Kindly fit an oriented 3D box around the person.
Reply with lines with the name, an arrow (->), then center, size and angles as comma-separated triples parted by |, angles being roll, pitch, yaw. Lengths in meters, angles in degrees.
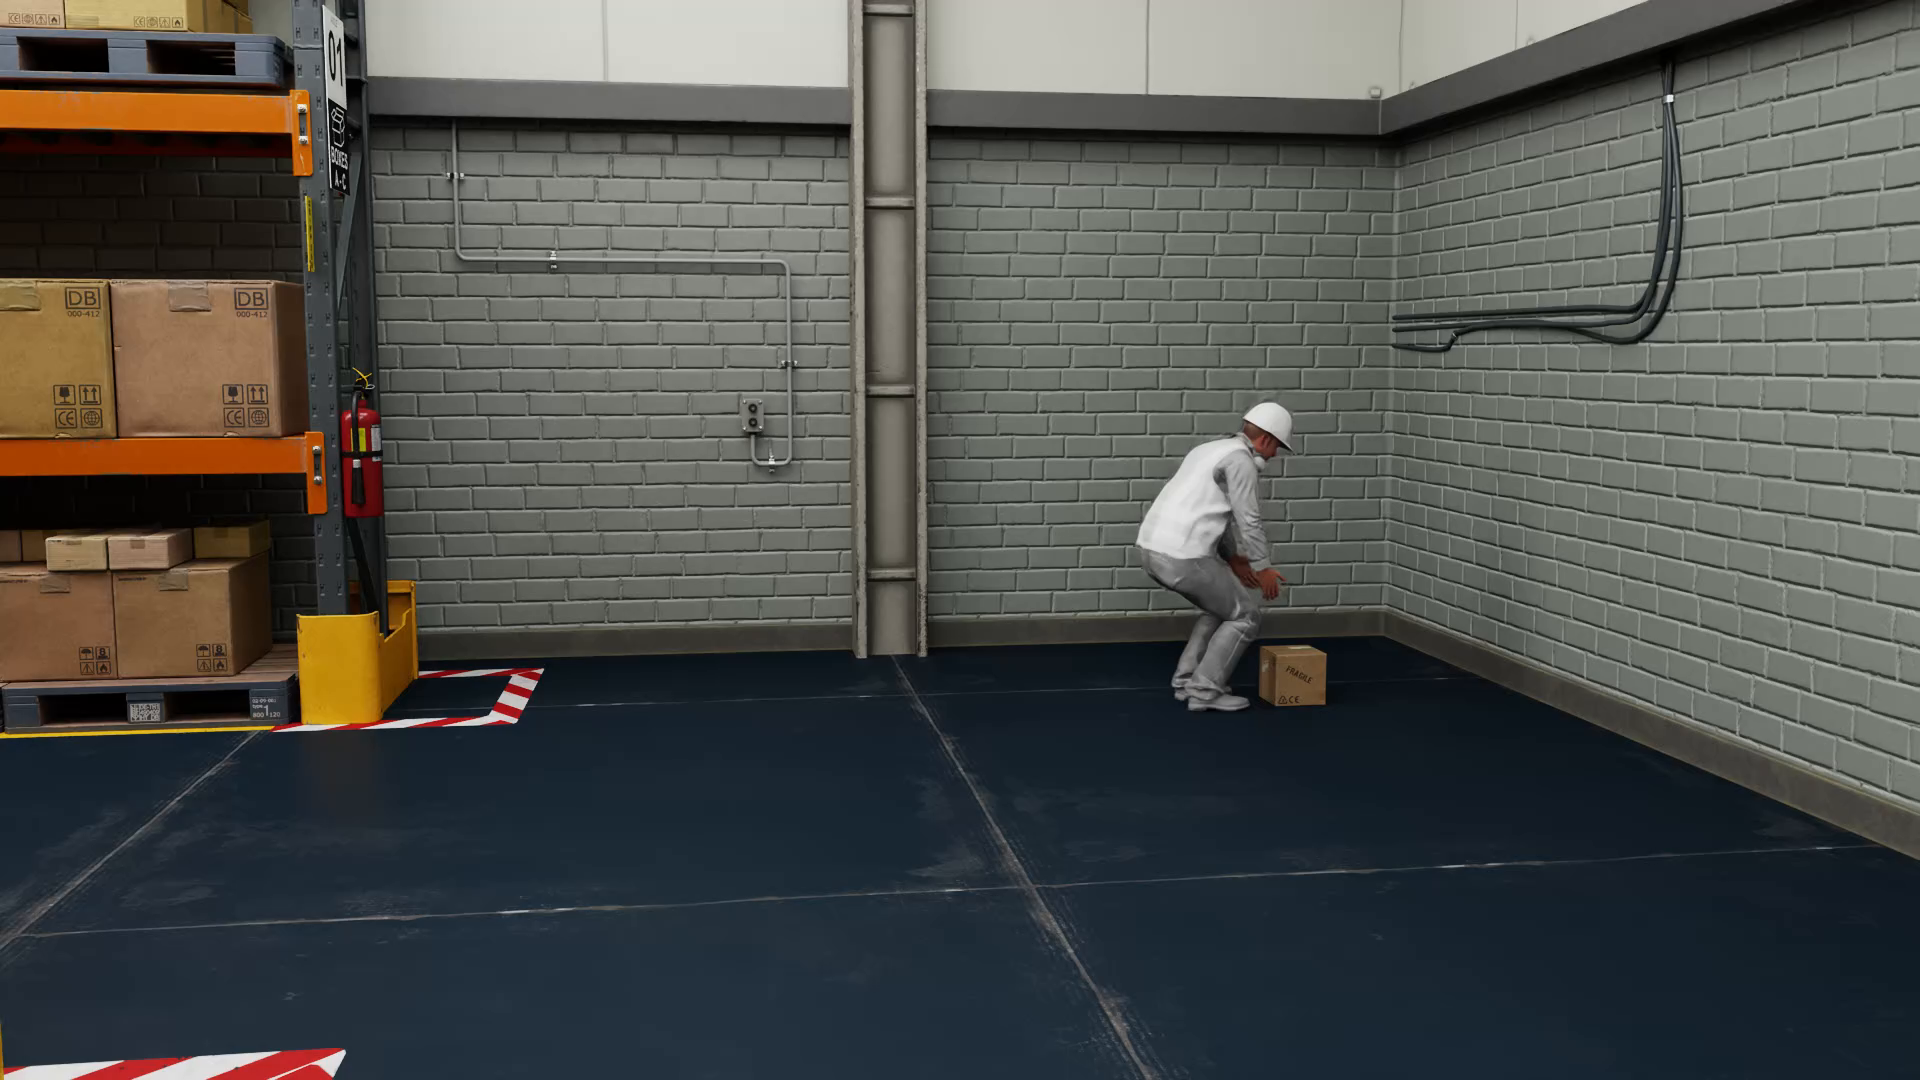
person -> 1.224, 0.068, 7.966 | 0.753, 1.449, 0.591 | -1, 7, -9
